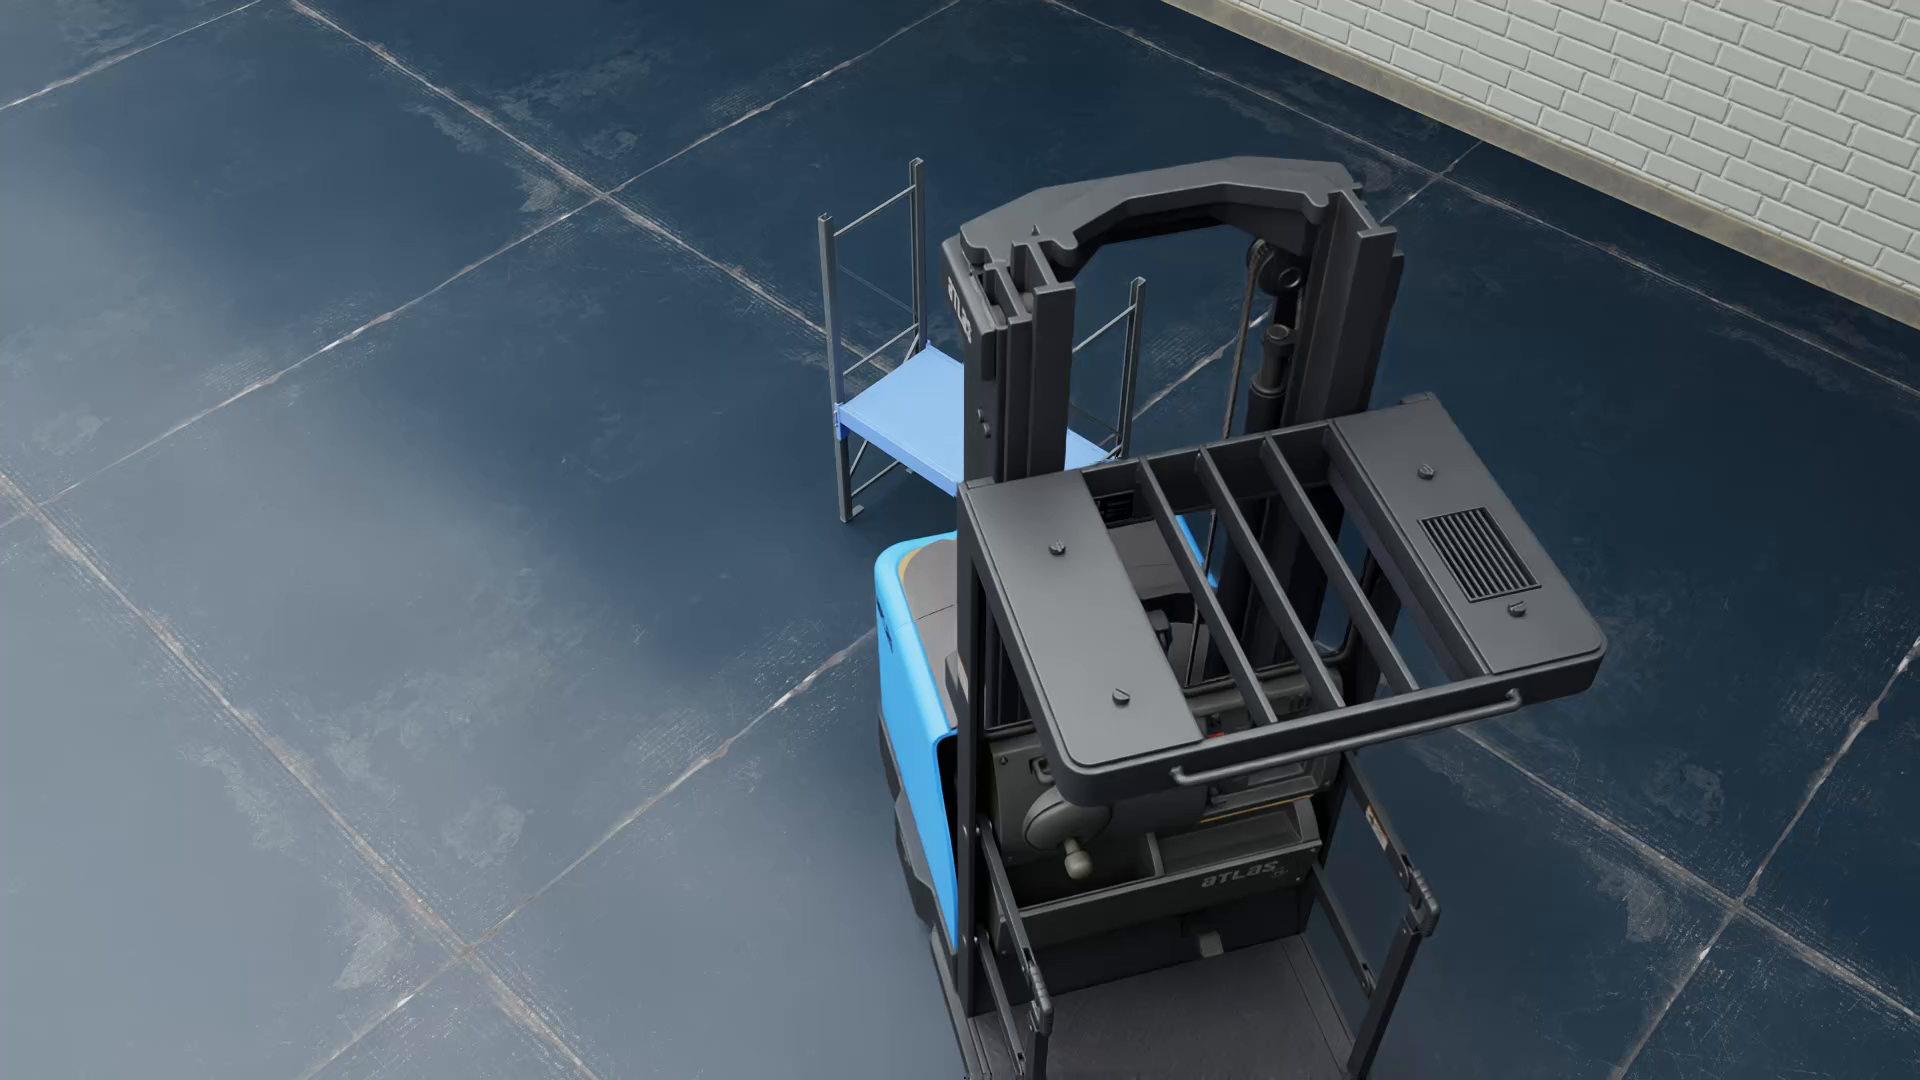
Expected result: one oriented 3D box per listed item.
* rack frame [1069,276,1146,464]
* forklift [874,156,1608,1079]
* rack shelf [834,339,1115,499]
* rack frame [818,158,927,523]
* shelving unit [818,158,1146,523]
[{"bbox_3d":[0.436,-0.220,5.928,0.032,1.500,0.500,34,55,28],"label":"rack frame"},{"bbox_3d":[0.596,0.696,4.086,1.130,2.935,3.031,-11,48,-10],"label":"forklift"},{"bbox_3d":[0.063,-0.348,6.295,1.000,0.185,0.538,34,55,28],"label":"rack shelf"},{"bbox_3d":[-0.311,-0.723,6.400,0.032,1.500,0.500,34,55,28],"label":"rack frame"},{"bbox_3d":[0.063,-0.471,6.164,1.048,1.500,0.538,34,55,28],"label":"shelving unit"}]
